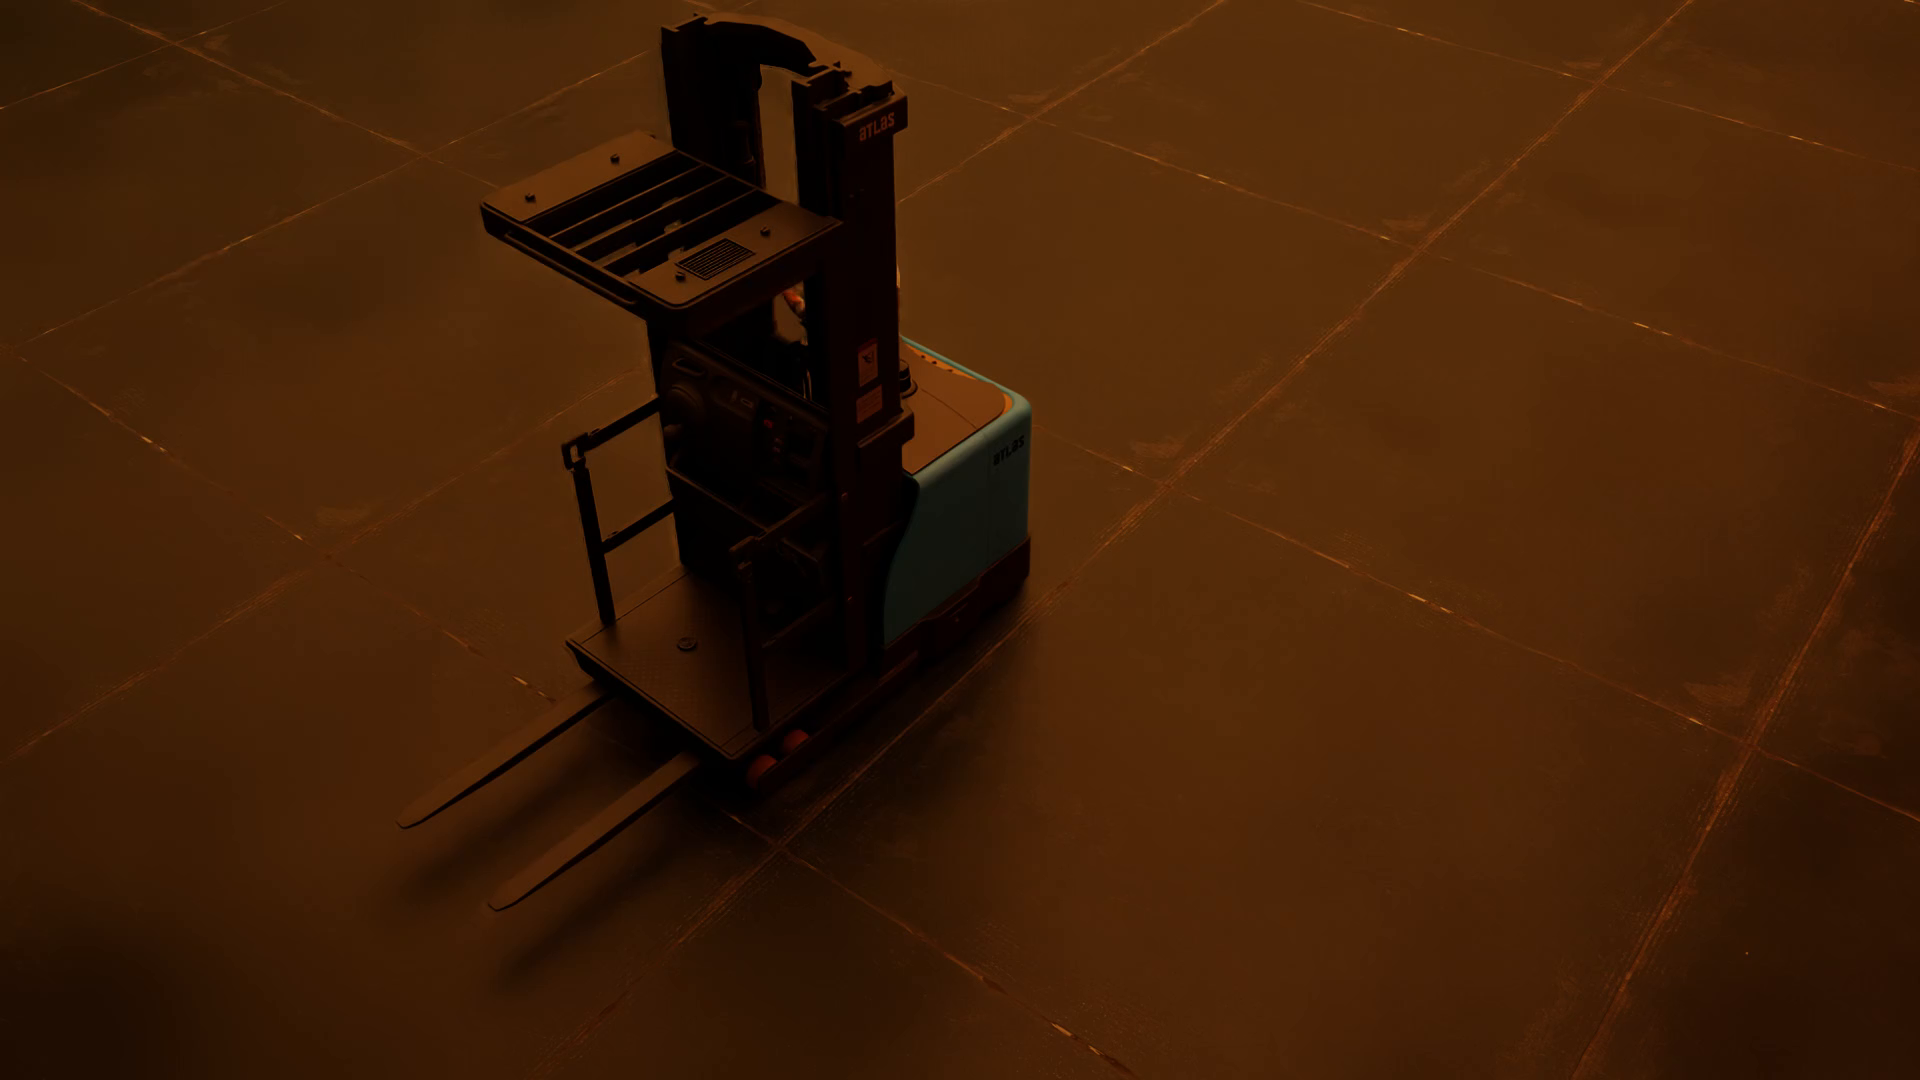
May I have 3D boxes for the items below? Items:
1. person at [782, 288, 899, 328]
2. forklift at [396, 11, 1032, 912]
[{"bbox_3d":[-0.616,-0.868,8.200,0.666,1.479,0.821,25,47,27],"label":"person"},{"bbox_3d":[-1.015,-0.410,6.556,1.130,2.935,3.031,30,49,30],"label":"forklift"}]
